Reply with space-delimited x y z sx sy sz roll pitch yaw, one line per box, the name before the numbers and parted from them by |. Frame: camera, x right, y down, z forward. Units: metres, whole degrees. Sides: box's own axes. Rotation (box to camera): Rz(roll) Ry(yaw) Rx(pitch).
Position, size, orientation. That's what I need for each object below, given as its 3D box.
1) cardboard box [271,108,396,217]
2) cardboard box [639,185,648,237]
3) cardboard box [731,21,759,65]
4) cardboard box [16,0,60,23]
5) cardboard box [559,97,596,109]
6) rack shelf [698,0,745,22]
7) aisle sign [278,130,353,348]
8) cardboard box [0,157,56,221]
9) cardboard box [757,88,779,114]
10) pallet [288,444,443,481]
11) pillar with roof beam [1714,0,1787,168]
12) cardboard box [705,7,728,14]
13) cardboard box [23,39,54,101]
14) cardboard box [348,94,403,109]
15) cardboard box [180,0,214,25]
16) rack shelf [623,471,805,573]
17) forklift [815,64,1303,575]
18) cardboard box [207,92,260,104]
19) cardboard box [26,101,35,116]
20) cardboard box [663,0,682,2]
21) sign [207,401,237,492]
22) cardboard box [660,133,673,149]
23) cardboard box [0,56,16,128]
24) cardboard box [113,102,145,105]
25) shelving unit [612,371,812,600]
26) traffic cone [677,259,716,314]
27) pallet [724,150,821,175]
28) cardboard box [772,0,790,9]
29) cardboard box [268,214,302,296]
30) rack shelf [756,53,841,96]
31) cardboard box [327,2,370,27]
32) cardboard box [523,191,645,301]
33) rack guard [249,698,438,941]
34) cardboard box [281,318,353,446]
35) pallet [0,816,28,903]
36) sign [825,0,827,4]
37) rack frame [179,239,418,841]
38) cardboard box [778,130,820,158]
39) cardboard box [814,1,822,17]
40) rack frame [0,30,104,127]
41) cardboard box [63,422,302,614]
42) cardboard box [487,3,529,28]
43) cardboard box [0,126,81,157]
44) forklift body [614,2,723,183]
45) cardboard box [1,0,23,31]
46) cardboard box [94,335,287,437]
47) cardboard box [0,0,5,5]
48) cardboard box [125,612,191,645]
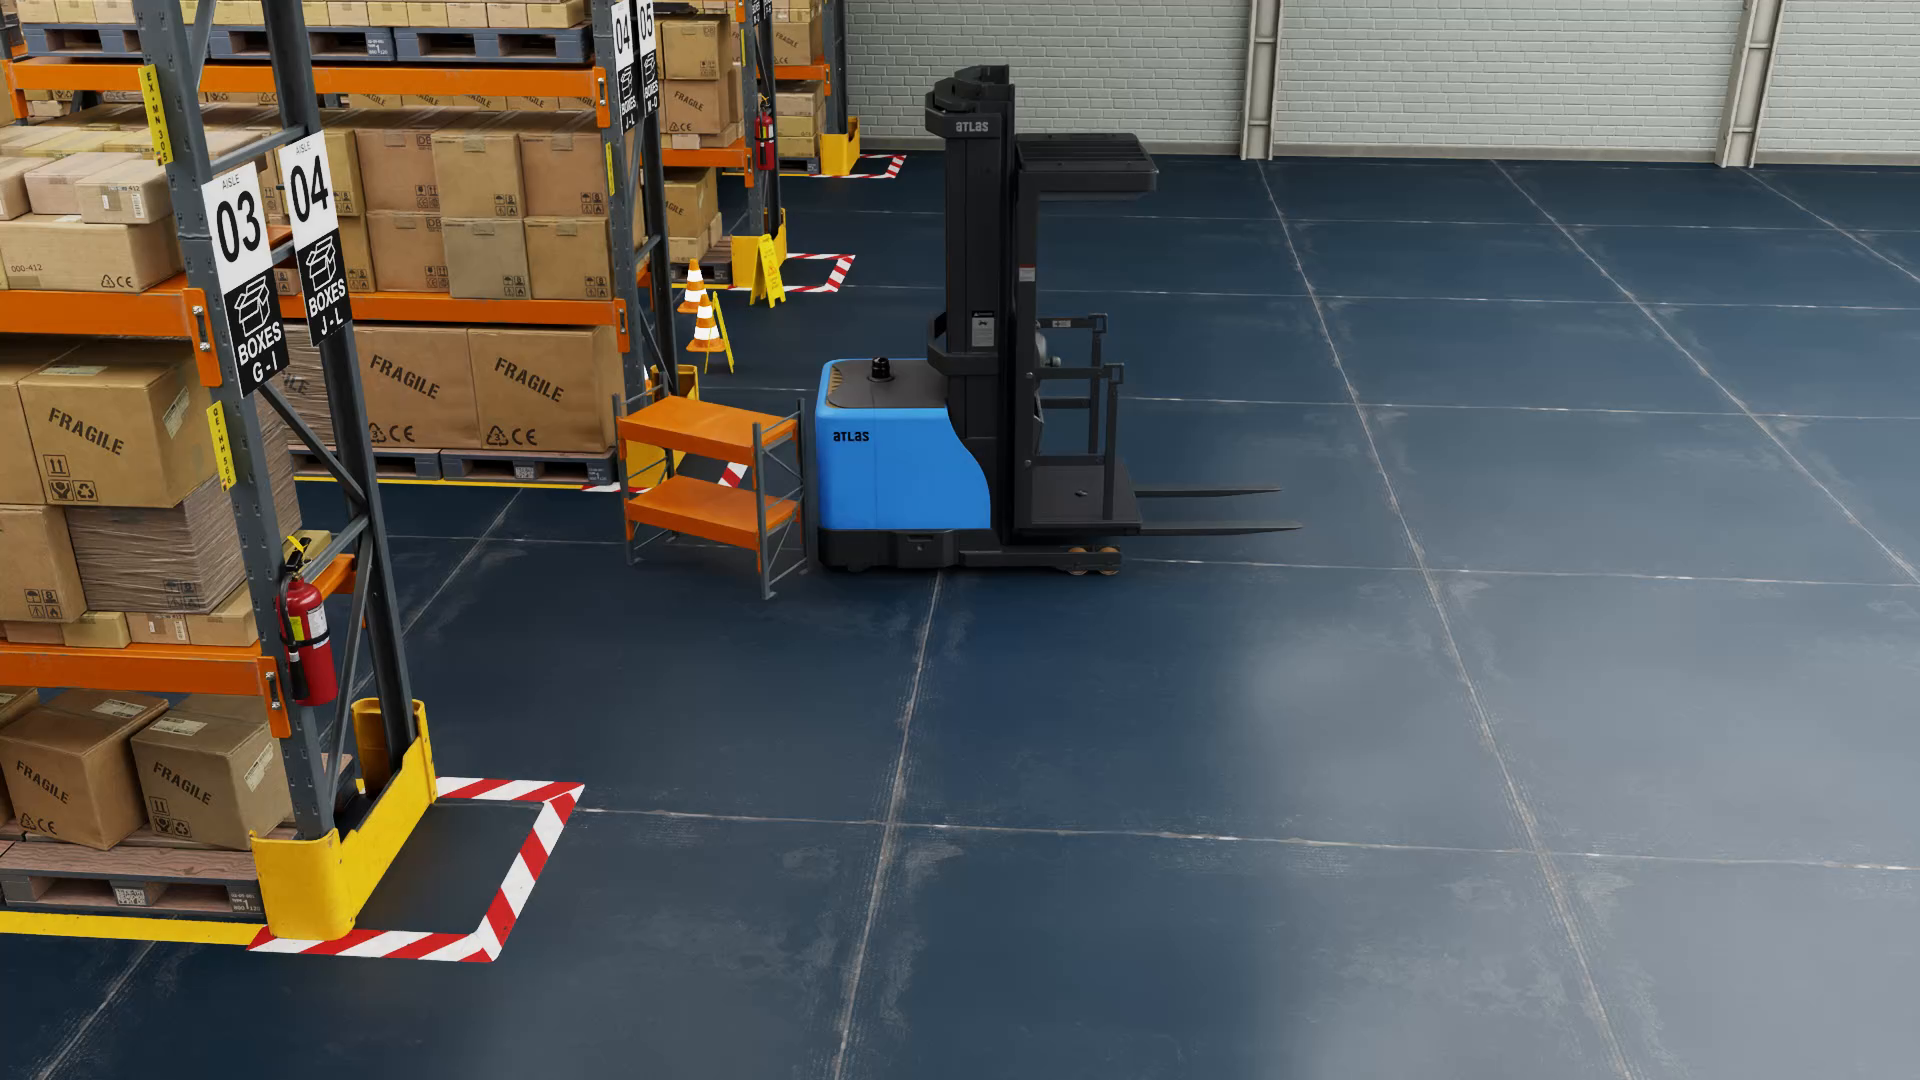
cardboard box | -4.195 -2.574 11.284 0.500 0.550 0.875 2 25 4
cardboard box | -3.248 -3.252 16.118 0.500 0.500 0.500 3 25 6
cardboard box | -2.560 -6.078 20.251 0.500 0.500 0.500 3 25 6
cardboard box | -5.838 -3.430 10.706 0.250 0.149 0.380 1 25 3
cardboard box | -3.468 -4.155 15.717 0.500 0.500 0.500 2 25 4
rack shelf | -3.903 -5.137 15.597 4.000 0.370 1.077 2 25 4
aisle sign | -2.582 -1.211 6.683 0.004 0.787 0.394 2 25 4
cardboard box | -3.500 -1.281 6.060 0.250 0.149 0.380 1 25 2
cardboard box | -2.525 -5.400 20.489 0.500 0.250 0.500 2 25 5
pallet | -4.203 -0.737 12.099 1.213 0.211 1.003 2 25 4
pillar with roof beam | 9.478 -7.051 15.308 0.400 9.000 9.100 2 25 4
cardboard box | -2.927 -6.371 20.113 0.250 0.149 0.380 1 25 2
cardboard box | -8.934 -4.540 16.050 0.500 0.500 0.500 3 25 7
cardboard box | -5.479 -4.215 15.847 0.500 0.500 0.500 2 25 4
cardboard box | -4.823 -3.398 10.637 0.250 0.149 0.380 1 25 3
rack shelf | -1.505 -0.122 10.255 1.000 0.278 0.538 13 28 26
forklift | 0.627 -1.337 10.149 3.031 2.935 1.130 0 25 -1
cardboard box | -6.869 -4.471 15.900 0.500 0.500 0.500 2 25 4
cardboard box | -9.027 -4.231 16.154 0.250 0.149 0.380 0 25 1
cardboard box | -3.435 -6.551 20.148 0.250 0.149 0.380 2 25 5
sign | -2.730 -0.346 6.149 0.005 0.325 0.100 2 25 4
cardboard box | -2.813 -3.825 15.774 0.250 0.149 0.380 1 25 3
cardboard box | -4.127 -1.837 6.492 0.500 0.500 0.500 2 25 4
cardboard box | -7.967 -4.210 16.109 0.250 0.149 0.380 3 25 6
shelving unit | -1.505 -0.344 10.153 1.048 1.125 0.538 13 28 26
traffic cone | -2.436 -2.361 15.327 0.334 0.463 0.336 2 25 4
pallet | -2.298 -4.846 21.029 1.213 0.211 1.003 2 25 4
cardboard box | -2.154 -6.500 20.036 0.250 0.149 0.380 2 25 4
cardboard box | -4.727 -2.085 11.514 0.550 0.550 0.875 2 25 4
rack shelf | -3.526 -5.843 20.721 4.000 0.370 1.077 2 25 4
cardboard box | -3.811 -3.366 10.566 0.250 0.149 0.380 2 25 4
cardboard box | -2.560 -2.032 11.398 0.550 0.550 0.875 2 25 4
rack guard | -2.743 1.226 7.486 0.348 0.500 1.175 2 25 4
cardboard box | -4.654 -1.248 11.912 0.875 0.875 0.875 2 25 4
pallet | -4.763 1.277 7.723 1.213 0.211 1.003 2 25 4
sign | -1.588 -6.514 19.649 0.005 0.325 0.100 2 25 4
rack frame | -2.667 0.093 6.959 0.127 3.000 1.000 2 25 4
cardboard box | -2.025 -4.931 20.665 0.500 0.250 0.500 2 25 4
cardboard box | -1.851 -6.565 20.533 0.250 0.149 0.380 1 25 3
rack frame | -6.175 -2.099 11.722 0.127 3.000 1.000 2 25 4
cardboard box | -3.213 -0.116 6.939 0.500 0.500 0.875 2 25 4
cardboard box | -2.795 -3.333 10.495 0.250 0.149 0.380 2 25 4
cardboard box | -3.702 -1.531 6.603 0.250 0.149 0.380 3 25 6
forklift body | -3.563 -5.021 19.088 1.214 2.155 2.313 2 25 4
cardboard box | -11.733 -6.576 20.830 0.500 0.500 0.700 2 25 4
cardboard box | -3.195 -0.673 6.952 0.500 0.500 0.500 2 25 4
cardboard box | -6.758 -3.760 11.283 0.396 0.266 0.258 1 25 3
cardboard box | -3.216 0.276 6.862 0.250 0.149 0.380 2 25 4
